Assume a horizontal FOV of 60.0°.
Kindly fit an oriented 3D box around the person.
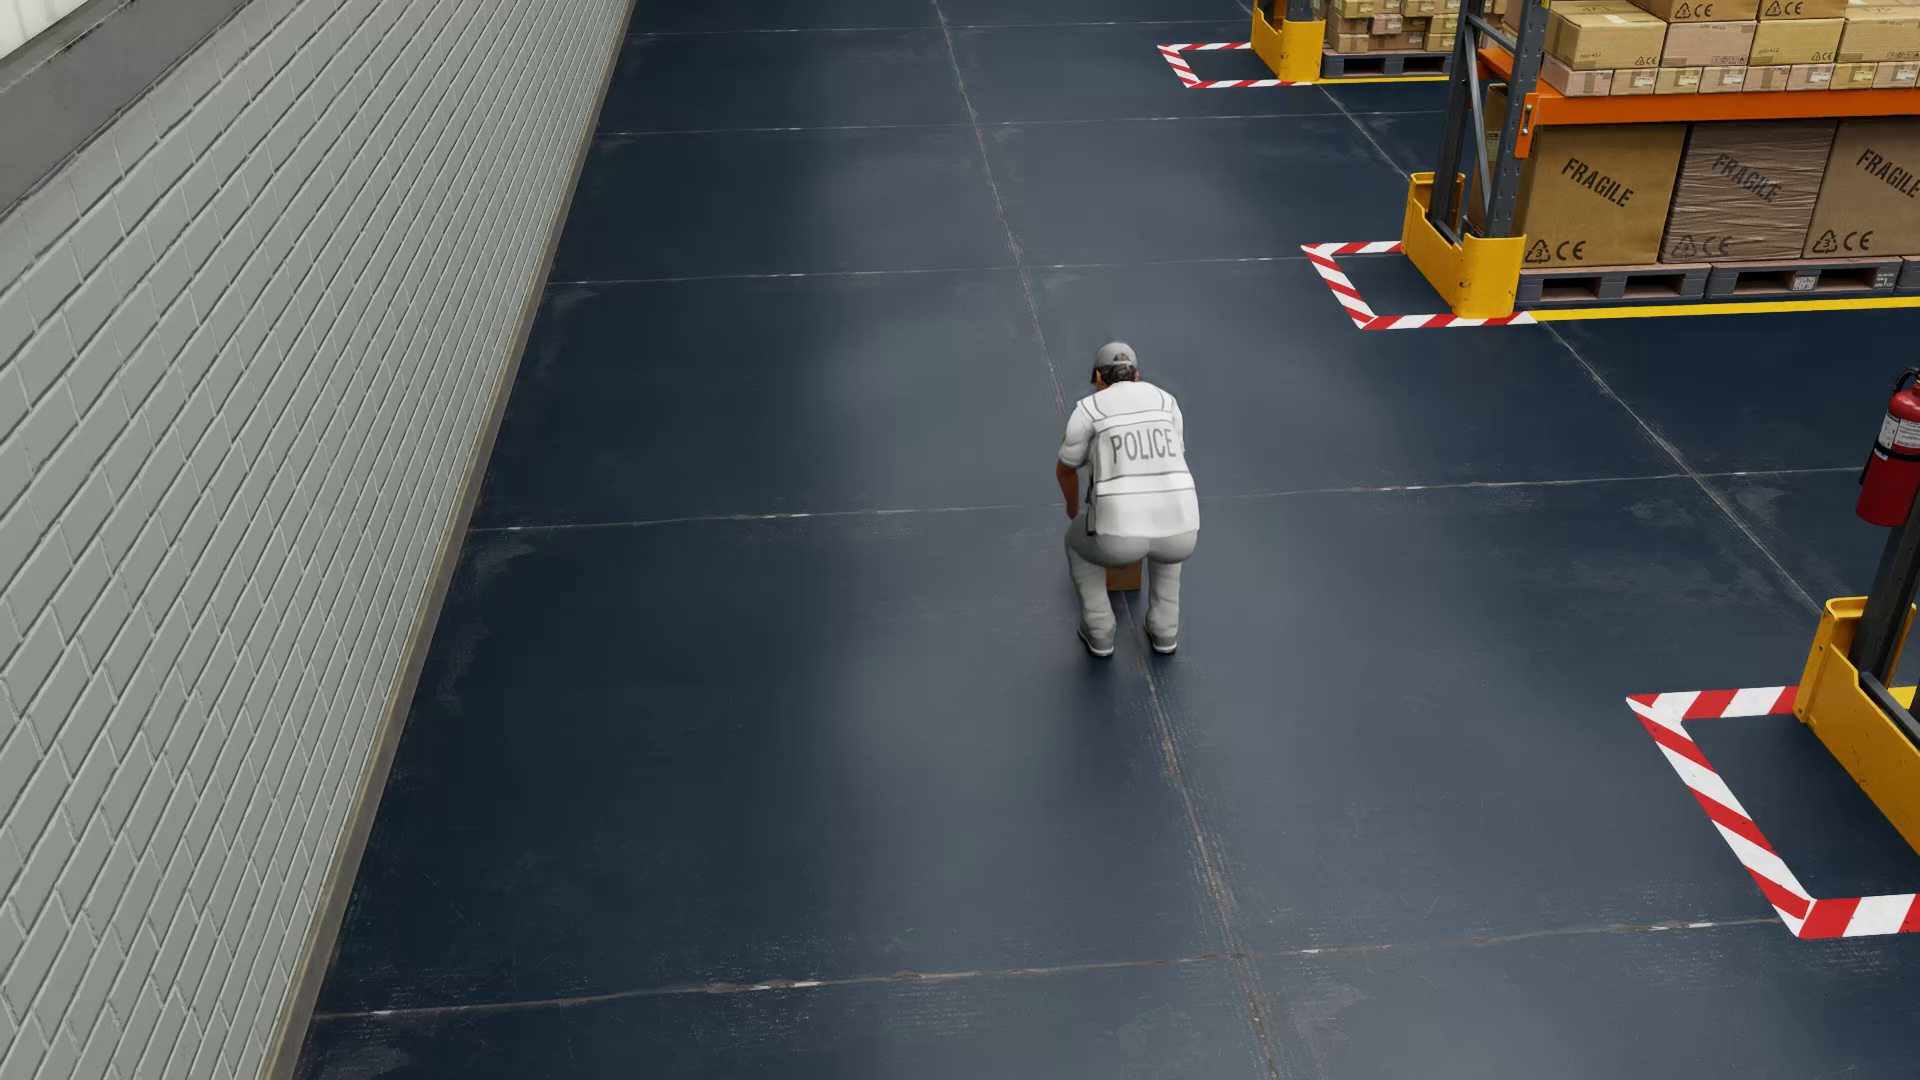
[{"bbox_3d":[0.674,-0.135,6.802,0.538,1.207,0.807,-3,31,-4],"label":"person"}]
